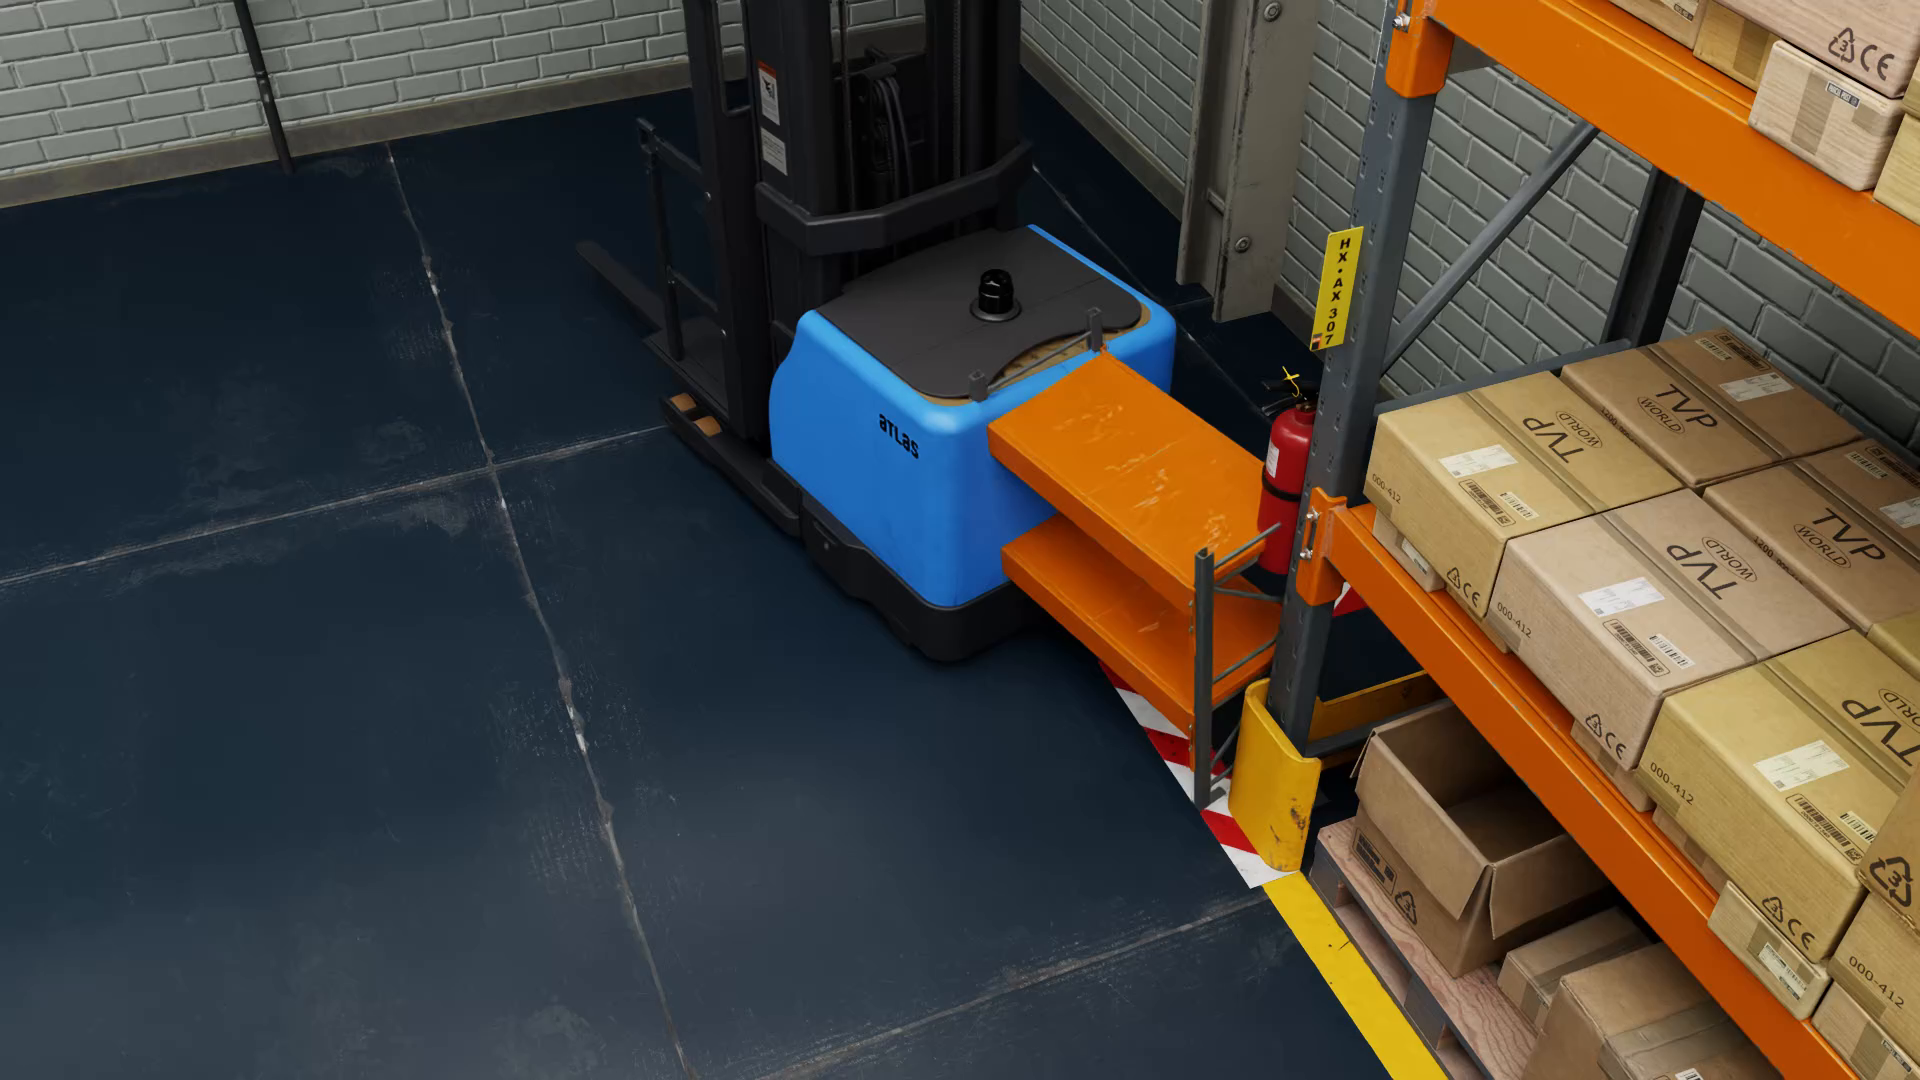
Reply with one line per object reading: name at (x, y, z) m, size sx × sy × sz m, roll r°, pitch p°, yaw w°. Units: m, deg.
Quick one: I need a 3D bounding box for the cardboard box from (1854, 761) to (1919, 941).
cardboard box at (1.904, 0.498, 2.682) m, size 0.500 × 0.500 × 0.500 m, roll -14°, pitch 43°, yaw -16°

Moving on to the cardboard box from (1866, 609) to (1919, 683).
cardboard box at (2.207, 0.360, 3.418) m, size 0.500 × 0.250 × 0.500 m, roll -14°, pitch 43°, yaw -16°

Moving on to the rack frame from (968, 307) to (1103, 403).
rack frame at (0.288, -0.210, 5.524) m, size 0.500 × 1.125 × 0.032 m, roll -30°, pitch 49°, yaw -21°

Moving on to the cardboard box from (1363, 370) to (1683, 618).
cardboard box at (1.329, -0.121, 3.977) m, size 0.500 × 0.250 × 0.500 m, roll -15°, pitch 43°, yaw -17°

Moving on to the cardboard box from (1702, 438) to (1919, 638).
cardboard box at (2.022, 0.060, 3.766) m, size 0.500 × 0.250 × 0.500 m, roll -15°, pitch 43°, yaw -17°

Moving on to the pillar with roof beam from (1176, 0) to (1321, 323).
pillar with roof beam at (-2.772, -3.455, 3.367) m, size 9.100 × 9.000 × 0.400 m, roll -15°, pitch 43°, yaw -17°

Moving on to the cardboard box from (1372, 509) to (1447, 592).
cardboard box at (1.277, -0.044, 4.193) m, size 0.380 × 0.149 × 0.250 m, roll -15°, pitch 43°, yaw -17°

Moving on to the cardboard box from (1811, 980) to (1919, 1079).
cardboard box at (1.844, 0.898, 3.098) m, size 0.380 × 0.149 × 0.250 m, roll -14°, pitch 43°, yaw -16°

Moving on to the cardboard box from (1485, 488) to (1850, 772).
cardboard box at (1.523, 0.183, 3.624) m, size 0.500 × 0.250 × 0.500 m, roll -15°, pitch 43°, yaw -16°

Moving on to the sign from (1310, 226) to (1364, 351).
sign at (0.903, -0.598, 3.981) m, size 0.100 × 0.325 × 0.005 m, roll -15°, pitch 43°, yaw -17°

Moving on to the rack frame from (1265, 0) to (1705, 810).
rack frame at (1.405, -0.406, 4.421) m, size 1.000 × 3.000 × 0.127 m, roll -15°, pitch 43°, yaw -17°

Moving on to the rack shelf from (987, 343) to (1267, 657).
rack shelf at (0.560, -0.150, 5.007) m, size 0.538 × 0.278 × 1.000 m, roll -30°, pitch 49°, yaw -21°

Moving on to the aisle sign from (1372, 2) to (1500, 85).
aisle sign at (1.107, -1.359, 3.536) m, size 0.394 × 0.787 × 0.004 m, roll -15°, pitch 43°, yaw -17°

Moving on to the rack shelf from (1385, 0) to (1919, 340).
rack shelf at (2.170, -0.065, 2.277) m, size 1.077 × 0.370 × 4.000 m, roll -15°, pitch 43°, yaw -17°

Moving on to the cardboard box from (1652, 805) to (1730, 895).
cardboard box at (1.697, 0.573, 3.475) m, size 0.380 × 0.149 × 0.250 m, roll -14°, pitch 43°, yaw -16°

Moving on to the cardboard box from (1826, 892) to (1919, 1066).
cardboard box at (1.935, 0.790, 2.918) m, size 0.500 × 0.250 × 0.500 m, roll -16°, pitch 43°, yaw -18°

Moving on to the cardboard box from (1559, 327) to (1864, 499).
cardboard box at (1.826, -0.251, 4.128) m, size 0.500 × 0.250 × 0.500 m, roll -14°, pitch 43°, yaw -16°

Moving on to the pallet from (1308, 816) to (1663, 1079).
pallet at (1.740, 1.178, 4.719) m, size 1.003 × 0.211 × 1.213 m, roll -15°, pitch 43°, yaw -17°

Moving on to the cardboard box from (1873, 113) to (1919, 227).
cardboard box at (1.626, -0.556, 2.488) m, size 0.380 × 0.149 × 0.250 m, roll -15°, pitch 43°, yaw -17°

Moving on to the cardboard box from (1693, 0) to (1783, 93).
cardboard box at (1.519, -0.888, 2.874) m, size 0.380 × 0.149 × 0.250 m, roll -15°, pitch 43°, yaw -17°

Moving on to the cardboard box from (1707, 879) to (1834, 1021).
cardboard box at (1.724, 0.744, 3.276) m, size 0.380 × 0.149 × 0.250 m, roll -16°, pitch 43°, yaw -18°

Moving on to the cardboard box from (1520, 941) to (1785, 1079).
cardboard box at (1.842, 1.300, 4.033) m, size 0.700 × 0.500 × 0.500 m, roll -13°, pitch 42°, yaw -15°

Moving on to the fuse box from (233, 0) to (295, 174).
fuse box at (-3.362, -2.504, 7.849) m, size 0.539 × 1.711 × 0.414 m, roll -15°, pitch 43°, yaw -17°

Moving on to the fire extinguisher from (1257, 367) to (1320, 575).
fire extinguisher at (0.921, -0.208, 4.537) m, size 0.296 × 0.674 × 0.183 m, roll -15°, pitch 43°, yaw -17°

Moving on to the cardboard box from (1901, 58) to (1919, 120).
cardboard box at (1.720, -0.651, 2.293) m, size 0.500 × 0.250 × 0.500 m, roll -16°, pitch 43°, yaw -18°

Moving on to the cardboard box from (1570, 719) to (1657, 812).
cardboard box at (1.590, 0.415, 3.660) m, size 0.380 × 0.149 × 0.250 m, roll -14°, pitch 43°, yaw -16°

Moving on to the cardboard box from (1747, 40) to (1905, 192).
cardboard box at (1.519, -0.712, 2.669) m, size 0.380 × 0.149 × 0.250 m, roll -14°, pitch 43°, yaw -16°

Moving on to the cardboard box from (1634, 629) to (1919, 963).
cardboard box at (1.720, 0.487, 3.270) m, size 0.500 × 0.250 × 0.500 m, roll -16°, pitch 43°, yaw -18°

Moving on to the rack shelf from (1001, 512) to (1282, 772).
rack shelf at (0.611, 0.230, 5.383) m, size 0.538 × 0.278 × 1.000 m, roll -30°, pitch 49°, yaw -21°

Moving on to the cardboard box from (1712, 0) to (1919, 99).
cardboard box at (1.535, -0.962, 2.655) m, size 0.500 × 0.250 × 0.500 m, roll -14°, pitch 43°, yaw -16°

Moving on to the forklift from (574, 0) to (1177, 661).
forklift at (-0.553, -1.610, 5.874) m, size 1.130 × 2.935 × 3.031 m, roll -26°, pitch 47°, yaw -27°

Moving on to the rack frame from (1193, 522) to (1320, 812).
rack frame at (0.887, 0.325, 4.900) m, size 0.500 × 1.125 × 0.032 m, roll -30°, pitch 49°, yaw -21°

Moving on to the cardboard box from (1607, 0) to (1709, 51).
cardboard box at (1.436, -1.046, 3.058) m, size 0.380 × 0.149 × 0.250 m, roll -14°, pitch 43°, yaw -16°

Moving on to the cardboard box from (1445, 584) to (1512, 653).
cardboard box at (1.417, 0.098, 4.028) m, size 0.380 × 0.149 × 0.250 m, roll -14°, pitch 43°, yaw -16°

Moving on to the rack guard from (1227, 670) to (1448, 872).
rack guard at (1.434, 0.588, 5.183) m, size 1.175 × 0.500 × 0.348 m, roll -15°, pitch 43°, yaw -17°

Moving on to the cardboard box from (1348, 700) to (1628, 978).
cardboard box at (1.551, 0.774, 4.642) m, size 0.797 × 0.503 × 0.637 m, roll -17°, pitch 43°, yaw -19°

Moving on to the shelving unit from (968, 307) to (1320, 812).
shelving unit at (0.588, 0.057, 5.212) m, size 0.538 × 1.125 × 1.048 m, roll -30°, pitch 49°, yaw -21°

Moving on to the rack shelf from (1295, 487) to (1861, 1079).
rack shelf at (2.170, 1.072, 3.255) m, size 1.077 × 0.370 × 4.000 m, roll -15°, pitch 43°, yaw -17°

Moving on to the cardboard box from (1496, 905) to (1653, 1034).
cardboard box at (1.678, 1.174, 4.449) m, size 0.380 × 0.149 × 0.250 m, roll -17°, pitch 43°, yaw -19°
